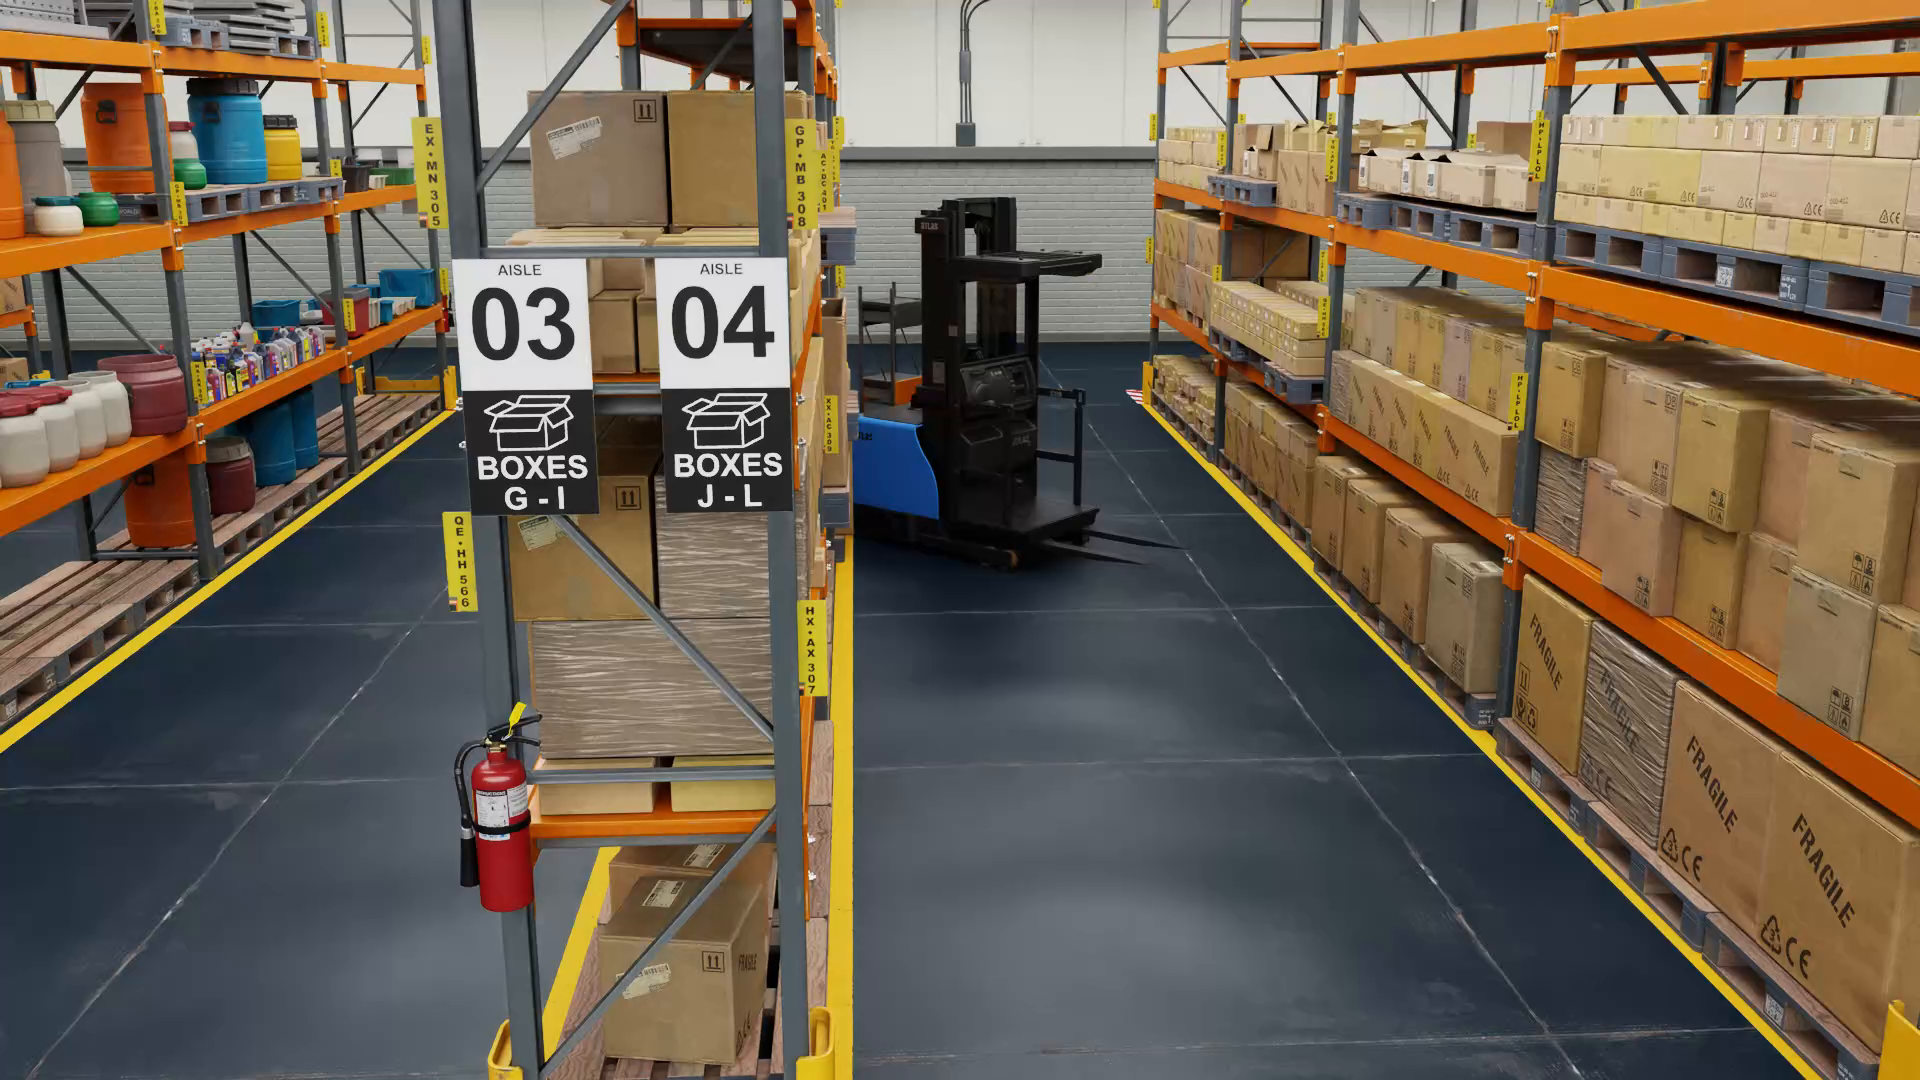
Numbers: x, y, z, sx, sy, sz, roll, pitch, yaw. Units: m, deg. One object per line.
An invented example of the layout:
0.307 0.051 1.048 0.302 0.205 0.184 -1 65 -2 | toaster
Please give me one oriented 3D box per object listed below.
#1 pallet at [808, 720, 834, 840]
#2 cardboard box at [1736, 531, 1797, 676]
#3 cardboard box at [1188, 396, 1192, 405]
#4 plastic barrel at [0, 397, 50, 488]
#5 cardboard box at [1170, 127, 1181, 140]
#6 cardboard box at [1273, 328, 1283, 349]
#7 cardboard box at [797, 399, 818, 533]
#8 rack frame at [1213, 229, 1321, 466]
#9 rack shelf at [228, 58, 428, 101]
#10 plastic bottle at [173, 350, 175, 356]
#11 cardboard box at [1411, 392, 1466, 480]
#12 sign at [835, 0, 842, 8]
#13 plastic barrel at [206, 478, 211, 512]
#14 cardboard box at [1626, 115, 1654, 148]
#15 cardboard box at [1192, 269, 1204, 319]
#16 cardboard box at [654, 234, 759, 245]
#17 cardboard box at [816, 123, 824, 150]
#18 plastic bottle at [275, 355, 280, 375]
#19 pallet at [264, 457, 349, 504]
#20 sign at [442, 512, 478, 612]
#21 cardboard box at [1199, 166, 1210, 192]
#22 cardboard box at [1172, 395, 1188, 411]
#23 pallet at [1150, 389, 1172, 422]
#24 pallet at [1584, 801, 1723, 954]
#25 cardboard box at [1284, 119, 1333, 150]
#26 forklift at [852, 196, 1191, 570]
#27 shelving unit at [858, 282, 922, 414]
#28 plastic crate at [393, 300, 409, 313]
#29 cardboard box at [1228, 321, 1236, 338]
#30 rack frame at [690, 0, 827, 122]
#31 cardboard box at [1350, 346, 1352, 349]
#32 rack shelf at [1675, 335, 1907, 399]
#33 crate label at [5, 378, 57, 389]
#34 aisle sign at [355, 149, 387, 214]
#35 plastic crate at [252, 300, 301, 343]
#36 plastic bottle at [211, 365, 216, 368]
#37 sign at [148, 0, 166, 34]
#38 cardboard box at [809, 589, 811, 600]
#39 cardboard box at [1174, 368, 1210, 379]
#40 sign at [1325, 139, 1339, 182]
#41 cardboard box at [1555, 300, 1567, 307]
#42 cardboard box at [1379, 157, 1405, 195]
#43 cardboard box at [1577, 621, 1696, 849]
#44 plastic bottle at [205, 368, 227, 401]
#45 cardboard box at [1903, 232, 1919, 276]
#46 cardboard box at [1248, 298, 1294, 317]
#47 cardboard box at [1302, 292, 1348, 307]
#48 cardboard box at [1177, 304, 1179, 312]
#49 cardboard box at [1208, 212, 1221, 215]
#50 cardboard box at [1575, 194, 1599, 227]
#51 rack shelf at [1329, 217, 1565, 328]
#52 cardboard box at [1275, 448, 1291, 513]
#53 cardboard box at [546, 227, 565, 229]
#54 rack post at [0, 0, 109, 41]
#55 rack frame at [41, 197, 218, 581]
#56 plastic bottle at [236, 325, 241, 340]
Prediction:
-1.194 1.302 9.041 1.003 0.211 1.213 -1 14 -3 | pallet
3.900 0.287 7.090 0.875 0.550 0.550 -1 14 -3 | cardboard box
2.840 -1.623 19.097 0.380 0.149 0.250 -2 15 -6 | cardboard box
-6.101 -0.628 10.673 0.433 0.535 0.433 0 14 0 | plastic barrel
2.691 -4.789 19.596 0.380 0.149 0.250 -1 14 -3 | cardboard box
2.915 -1.734 14.311 0.380 0.149 0.250 -1 14 -2 | cardboard box
-0.842 -0.286 6.815 0.500 0.500 0.500 -1 14 -3 | cardboard box
3.190 -2.256 17.273 1.000 3.000 0.127 -1 14 -3 | rack frame
-6.834 -4.988 18.101 1.077 0.370 4.000 -1 14 -3 | rack shelf
-6.943 -1.535 14.706 0.061 0.283 0.133 -1 14 -3 | plastic bottle
3.324 -0.691 10.993 0.500 0.500 0.500 -1 14 -3 | cardboard box
-1.472 -6.600 20.085 0.100 0.325 0.005 -1 14 -3 | sign
-6.634 -0.392 14.180 0.421 0.512 0.421 0 14 0 | plastic barrel
3.417 -1.950 7.925 0.380 0.149 0.250 -1 14 -4 | cardboard box
2.847 -2.693 18.176 0.500 0.500 0.500 -1 14 -5 | cardboard box
-0.868 -0.992 5.842 0.380 0.149 0.250 -1 14 -4 | cardboard box
-1.182 -2.587 11.338 0.500 0.500 0.500 -1 14 -2 | cardboard box
-6.252 -1.603 15.134 0.097 0.201 0.097 0 14 0 | plastic bottle
-6.704 -0.585 16.375 1.003 0.211 1.213 -1 14 -3 | pallet
-1.579 0.070 5.276 0.100 0.325 0.005 -1 14 -3 | sign
2.870 -3.878 17.859 0.500 0.250 0.500 -1 14 -4 | cardboard box
2.721 -1.622 19.688 0.380 0.149 0.250 -2 15 -6 | cardboard box
2.962 -1.678 20.626 1.003 0.211 1.213 -1 14 -3 | pallet
3.733 1.579 7.966 1.003 0.211 1.213 -1 14 -3 | pallet
3.053 -3.549 14.543 0.396 0.266 0.258 -1 14 -3 | cardboard box
0.486 -1.320 13.775 3.031 2.935 1.130 12 18 38 | forklift
-0.609 -1.296 15.350 0.431 2.100 0.503 10 18 35 | shelving unit
-6.724 -2.751 19.609 0.396 0.136 0.243 -1 14 -3 | plastic crate
2.804 -2.039 16.091 0.380 0.149 0.250 -1 14 -3 | cardboard box
-1.519 -4.115 12.459 1.000 3.000 0.127 -1 14 -3 | rack frame
3.578 -1.591 14.350 0.380 0.149 0.250 0 14 -1 | cardboard box
8.248 -1.511 15.824 1.077 0.370 4.000 -1 14 -3 | rack shelf
-6.671 -0.899 11.929 0.502 0.435 0.616 -1 14 -3 | crate label
-7.259 -4.395 20.370 0.394 0.787 0.004 -1 14 -3 | aisle sign
-7.080 -2.260 17.201 0.392 0.384 0.575 -1 14 -3 | plastic crate
-6.236 -1.327 13.921 0.097 0.271 0.097 0 14 0 | plastic bottle
-5.914 -3.892 12.242 0.100 0.325 0.005 -1 14 -3 | sign
-0.886 0.329 7.731 0.380 0.149 0.250 -1 14 -3 | cardboard box
2.766 -1.965 19.828 0.380 0.149 0.250 0 14 -1 | cardboard box
2.896 -2.956 12.938 0.100 0.325 0.005 -1 14 -3 | sign
7.678 -3.151 20.553 0.500 0.500 0.500 -1 14 -4 | cardboard box
3.294 -2.585 11.790 0.500 0.250 0.500 0 14 -2 | cardboard box
3.714 0.941 8.270 0.875 0.875 0.875 -1 14 -3 | cardboard box
-6.196 -1.300 13.810 0.152 0.276 0.135 -1 14 -3 | plastic bottle
3.559 -0.994 5.811 0.380 0.149 0.250 -1 14 -3 | cardboard box
2.856 -2.132 15.259 0.380 0.149 0.250 0 14 -2 | cardboard box
3.469 -2.271 15.801 0.380 0.149 0.250 -1 14 -5 | cardboard box
2.800 -2.782 19.825 0.380 0.149 0.250 -1 14 -4 | cardboard box
3.250 -3.691 20.048 0.500 0.500 0.500 -1 14 -5 | cardboard box
3.387 -1.689 8.511 0.380 0.149 0.250 -1 14 -3 | cardboard box
3.561 -1.868 11.189 1.077 0.370 4.000 -1 14 -3 | rack shelf
3.107 -0.542 14.788 0.500 0.500 0.500 0 14 -1 | cardboard box
-1.426 -1.181 6.577 0.380 0.149 0.250 -2 15 -6 | cardboard box
-6.423 -3.629 10.169 1.013 1.000 3.121 -1 14 -3 | rack post
-6.463 -1.133 12.910 1.000 3.000 0.127 -1 14 -3 | rack frame
-7.114 -1.973 16.410 0.061 0.283 0.133 -1 14 -3 | plastic bottle
